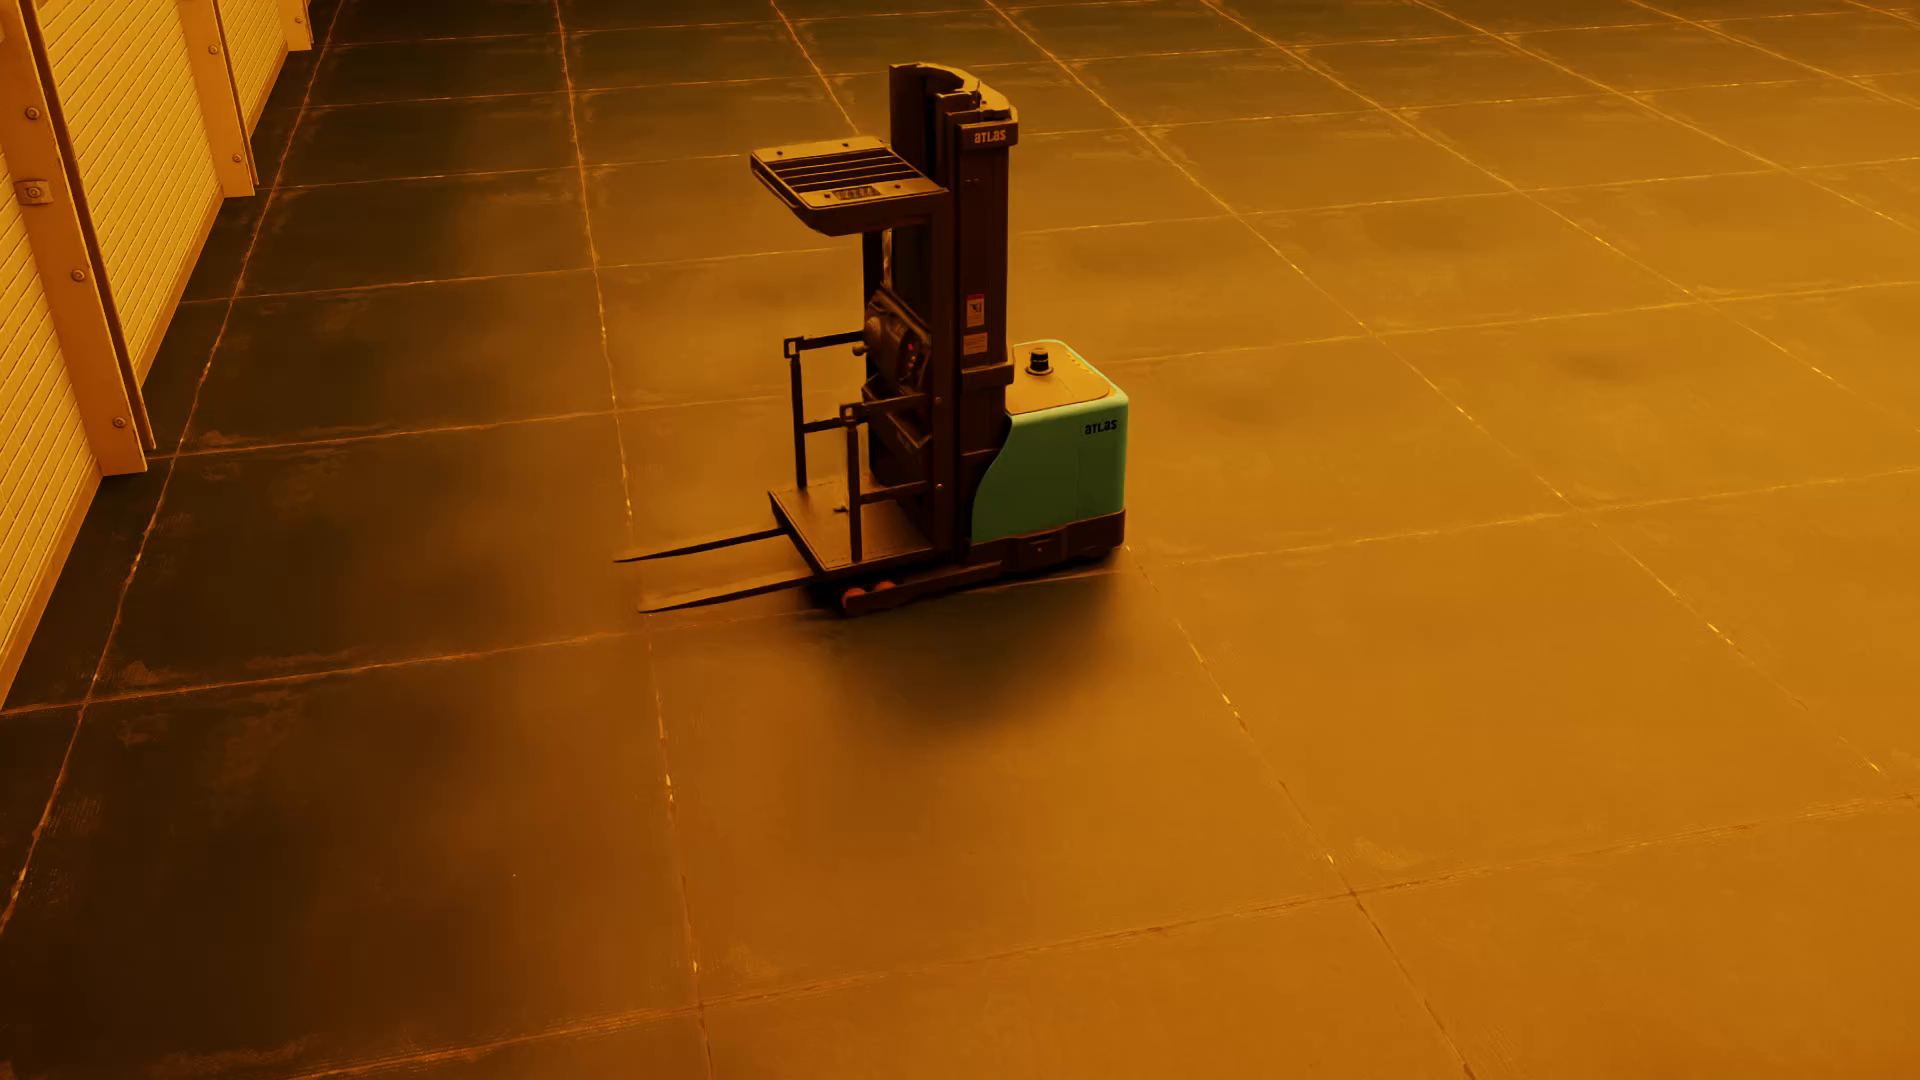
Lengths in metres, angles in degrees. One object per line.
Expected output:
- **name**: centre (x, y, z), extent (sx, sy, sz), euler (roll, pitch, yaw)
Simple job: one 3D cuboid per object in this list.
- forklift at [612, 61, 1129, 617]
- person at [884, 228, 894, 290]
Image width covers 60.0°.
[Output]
- **forklift**: centre (-0.548, -1.122, 9.513), extent (3.031, 2.935, 1.130), euler (-12, 32, -20)
- **person**: centre (-0.385, -1.763, 11.904), extent (0.350, 1.665, 0.687), euler (-13, 32, -21)
